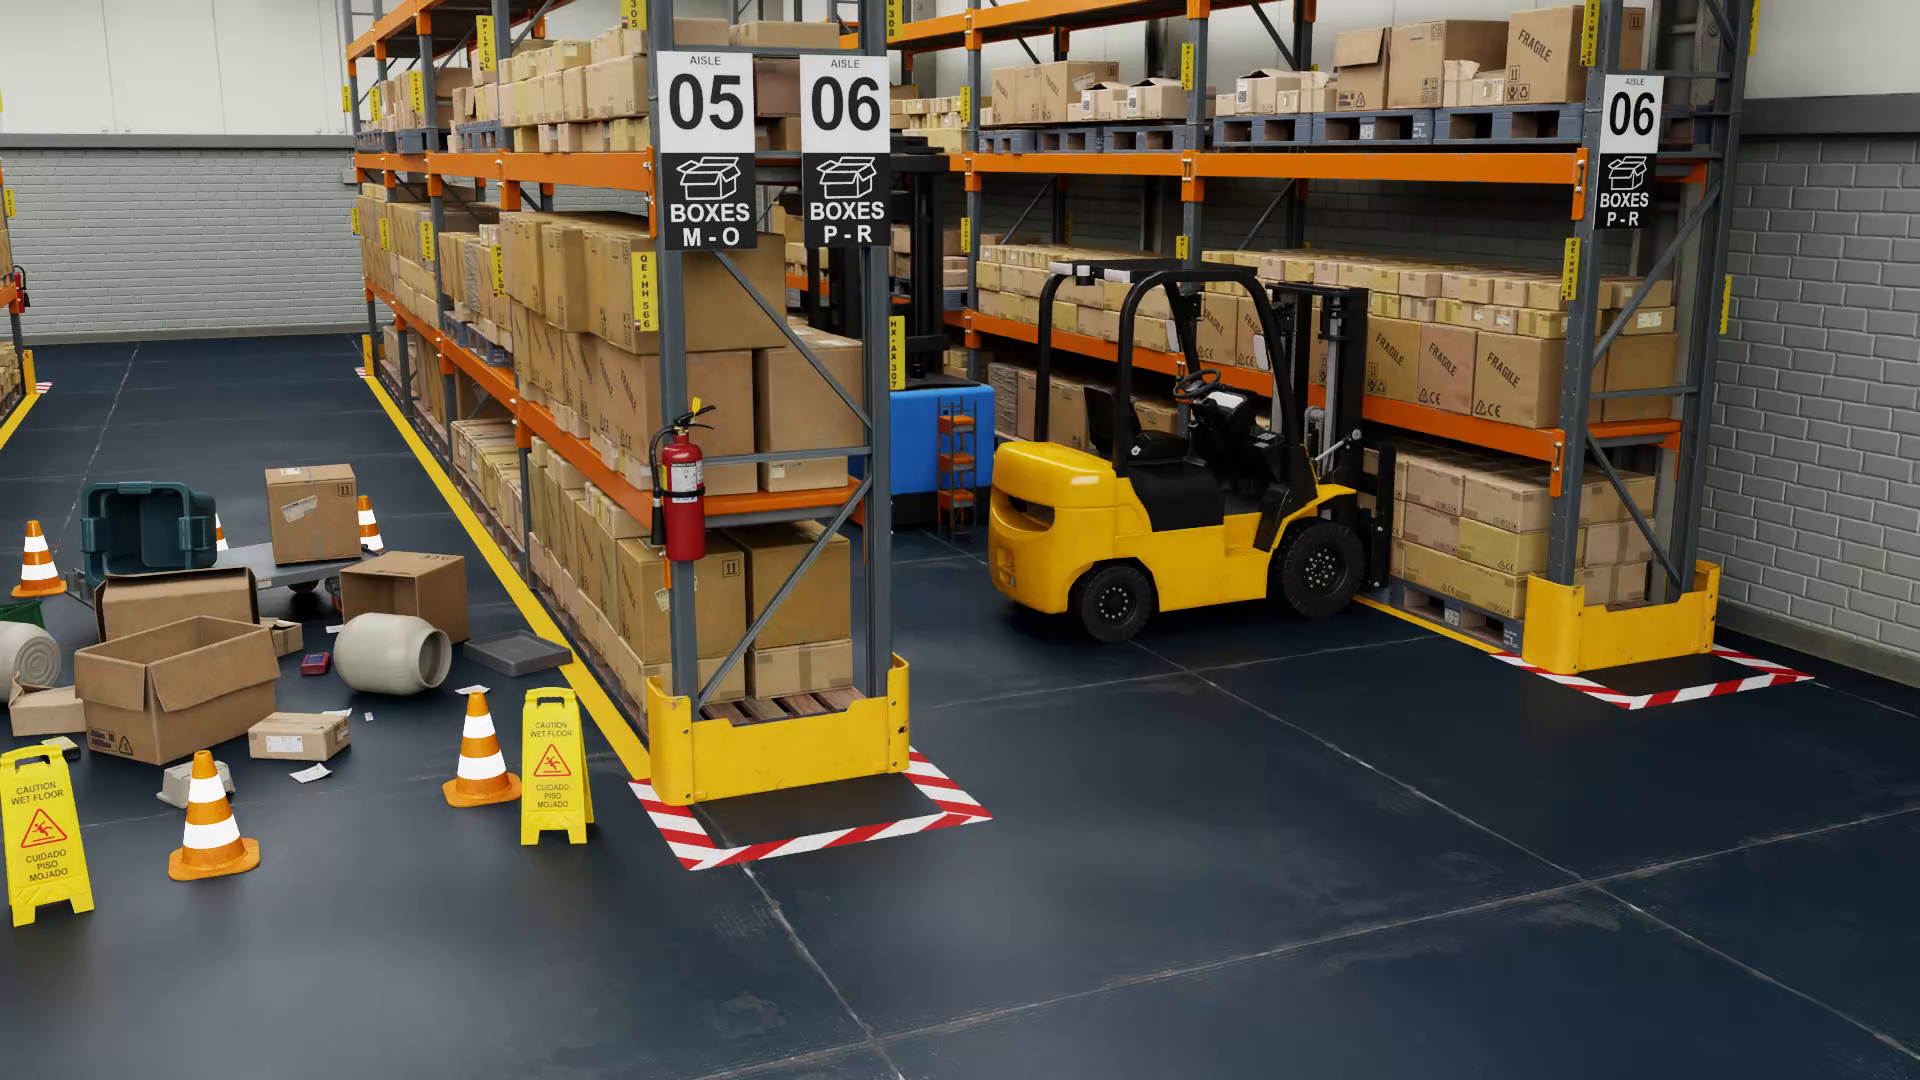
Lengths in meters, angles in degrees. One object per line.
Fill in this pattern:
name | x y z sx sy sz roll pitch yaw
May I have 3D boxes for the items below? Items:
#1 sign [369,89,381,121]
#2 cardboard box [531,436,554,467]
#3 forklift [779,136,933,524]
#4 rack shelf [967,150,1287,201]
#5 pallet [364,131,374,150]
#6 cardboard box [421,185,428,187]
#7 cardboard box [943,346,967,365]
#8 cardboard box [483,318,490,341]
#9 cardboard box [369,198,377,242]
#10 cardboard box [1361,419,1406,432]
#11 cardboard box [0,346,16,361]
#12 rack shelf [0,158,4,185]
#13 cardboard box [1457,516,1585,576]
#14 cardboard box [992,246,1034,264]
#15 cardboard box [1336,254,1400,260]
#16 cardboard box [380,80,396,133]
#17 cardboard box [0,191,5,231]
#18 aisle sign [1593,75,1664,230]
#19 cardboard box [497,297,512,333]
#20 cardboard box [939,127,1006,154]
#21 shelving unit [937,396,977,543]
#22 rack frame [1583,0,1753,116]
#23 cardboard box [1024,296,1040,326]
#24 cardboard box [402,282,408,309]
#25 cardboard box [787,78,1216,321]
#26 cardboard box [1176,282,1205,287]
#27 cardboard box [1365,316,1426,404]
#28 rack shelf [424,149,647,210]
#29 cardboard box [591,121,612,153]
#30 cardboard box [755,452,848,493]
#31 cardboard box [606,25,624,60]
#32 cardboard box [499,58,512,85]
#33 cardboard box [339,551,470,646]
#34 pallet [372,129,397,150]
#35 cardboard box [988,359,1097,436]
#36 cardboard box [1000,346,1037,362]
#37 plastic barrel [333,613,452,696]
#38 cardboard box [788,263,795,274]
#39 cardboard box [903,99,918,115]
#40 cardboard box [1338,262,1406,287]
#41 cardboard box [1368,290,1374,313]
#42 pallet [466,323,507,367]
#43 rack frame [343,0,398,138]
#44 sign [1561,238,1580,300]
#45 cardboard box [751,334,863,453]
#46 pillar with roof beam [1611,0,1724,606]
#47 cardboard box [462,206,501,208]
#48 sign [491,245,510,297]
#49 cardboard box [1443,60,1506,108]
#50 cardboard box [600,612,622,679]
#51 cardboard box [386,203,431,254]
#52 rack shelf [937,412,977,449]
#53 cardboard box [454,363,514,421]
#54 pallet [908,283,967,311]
sign | -6.105 -4.539 17.356 0.100 0.325 0.005 -6 14 -23
cardboard box | -2.408 -0.554 10.176 0.380 0.149 0.250 -5 14 -22
forklift | -0.806 -1.807 13.678 1.121 2.935 3.031 -6 14 -25
rack shelf | 1.353 -3.158 14.307 1.077 0.370 4.000 -6 14 -23
pallet | -6.400 -4.678 19.473 1.003 0.211 1.213 -6 14 -23
cardboard box | -6.043 -4.038 19.286 0.380 0.149 0.250 -6 14 -23
cardboard box | -0.015 -1.896 17.084 0.380 0.149 0.250 -6 15 -26
cardboard box | -3.182 -1.507 11.855 0.380 0.149 0.250 -5 14 -22
cardboard box | -6.640 -3.761 19.527 0.500 0.500 0.500 -6 14 -23
cardboard box | 2.936 -0.693 11.662 0.500 0.250 0.500 -6 14 -23
cardboard box | -10.982 -2.116 18.933 0.380 0.149 0.250 -6 14 -24
rack shelf | -10.893 -3.894 17.486 1.077 0.370 4.000 -6 14 -23
cardboard box | 3.275 0.011 9.727 0.500 0.250 0.500 -6 14 -24
cardboard box | 0.518 -2.678 15.628 0.380 0.149 0.250 -5 14 -22
cardboard box | 2.898 -1.950 11.823 0.380 0.149 0.250 -6 14 -24
cardboard box | -5.509 -4.344 16.683 0.500 0.500 0.500 -6 14 -24
cardboard box | -11.283 -3.805 19.059 0.500 0.500 0.500 -6 14 -24
aisle sign | 3.514 -2.034 8.742 0.394 0.787 0.004 -6 14 -23
cardboard box | -2.787 -1.658 11.069 0.500 0.500 0.500 -6 14 -24
cardboard box | 0.124 -3.933 16.391 0.500 0.250 0.500 -6 14 -25
shelving unit | -0.021 -0.523 12.299 0.215 1.050 0.252 -6 14 -23
rack frame | 3.757 -3.731 8.532 1.000 3.000 0.127 -6 14 -23
cardboard box | 0.916 -2.064 14.967 0.500 0.250 0.500 -6 14 -25
cardboard box | -5.263 -2.436 16.576 0.500 0.250 0.500 -6 14 -23
cardboard box | -0.210 -3.006 17.417 0.818 3.161 9.788 -6 14 -25
cardboard box | 1.814 -2.050 12.913 0.380 0.149 0.250 -5 14 -21
cardboard box | 2.914 -1.148 10.458 0.500 0.500 0.500 -6 14 -24
rack shelf | -3.193 -2.709 12.366 1.077 0.370 4.000 -6 14 -23
cardboard box | -1.578 -1.958 8.083 0.380 0.149 0.250 -6 14 -23
cardboard box | -0.736 -0.325 7.680 0.380 0.149 0.250 -6 14 -23
cardboard box | -1.383 -2.237 7.520 0.380 0.149 0.250 -6 14 -24
cardboard box | -2.565 -2.818 10.030 0.380 0.149 0.250 -6 14 -24
cardboard box | -3.210 0.376 9.632 0.500 0.500 0.500 4 14 16
pallet | -5.915 -4.426 18.386 1.003 0.211 1.213 -6 14 -23
cardboard box | 0.790 -1.378 16.008 0.875 0.625 0.625 -5 14 -21
cardboard box | 0.629 -1.899 17.098 0.380 0.149 0.250 -5 14 -20
plastic barrel | -3.004 0.606 8.811 0.512 0.421 0.421 4 14 16
cardboard box | -2.011 -3.528 21.519 0.380 0.149 0.250 -6 14 -23
cardboard box | -0.376 -4.500 17.299 0.380 0.149 0.250 -6 14 -23
cardboard box | 2.715 -1.742 10.926 0.380 0.149 0.250 -6 14 -23
cardboard box | 2.808 -1.541 10.717 0.380 0.149 0.250 -6 14 -23
pallet | -3.164 -1.513 12.679 1.003 0.211 1.213 -6 14 -23
rack frame | -7.199 -6.587 20.874 1.000 3.000 0.127 -6 14 -23
sign | 3.254 -1.441 8.851 0.100 0.325 0.005 -6 14 -23
cardboard box | -0.725 -0.675 7.754 0.500 0.500 0.500 -6 14 -24
pillar with roof beam | 0.359 -3.567 7.825 9.100 9.000 0.400 -6 14 -23
cardboard box | -4.567 -2.986 16.179 0.500 0.500 0.500 -5 14 -22
sign | -2.899 -1.698 10.488 0.100 0.325 0.005 -6 14 -23
cardboard box | 3.045 -2.653 9.674 0.396 0.266 0.258 -6 14 -23
cardboard box | -1.560 0.526 8.612 0.500 0.250 0.500 -6 14 -23
cardboard box | -5.684 -3.257 17.351 0.500 0.500 0.500 -5 14 -22
rack shelf | -0.021 -0.789 12.238 0.215 0.259 0.240 -6 14 -23
cardboard box | -4.195 -1.331 15.250 0.875 0.875 0.875 -6 14 -23
pallet | 0.216 -2.501 16.949 1.213 0.211 1.003 -6 14 -23
